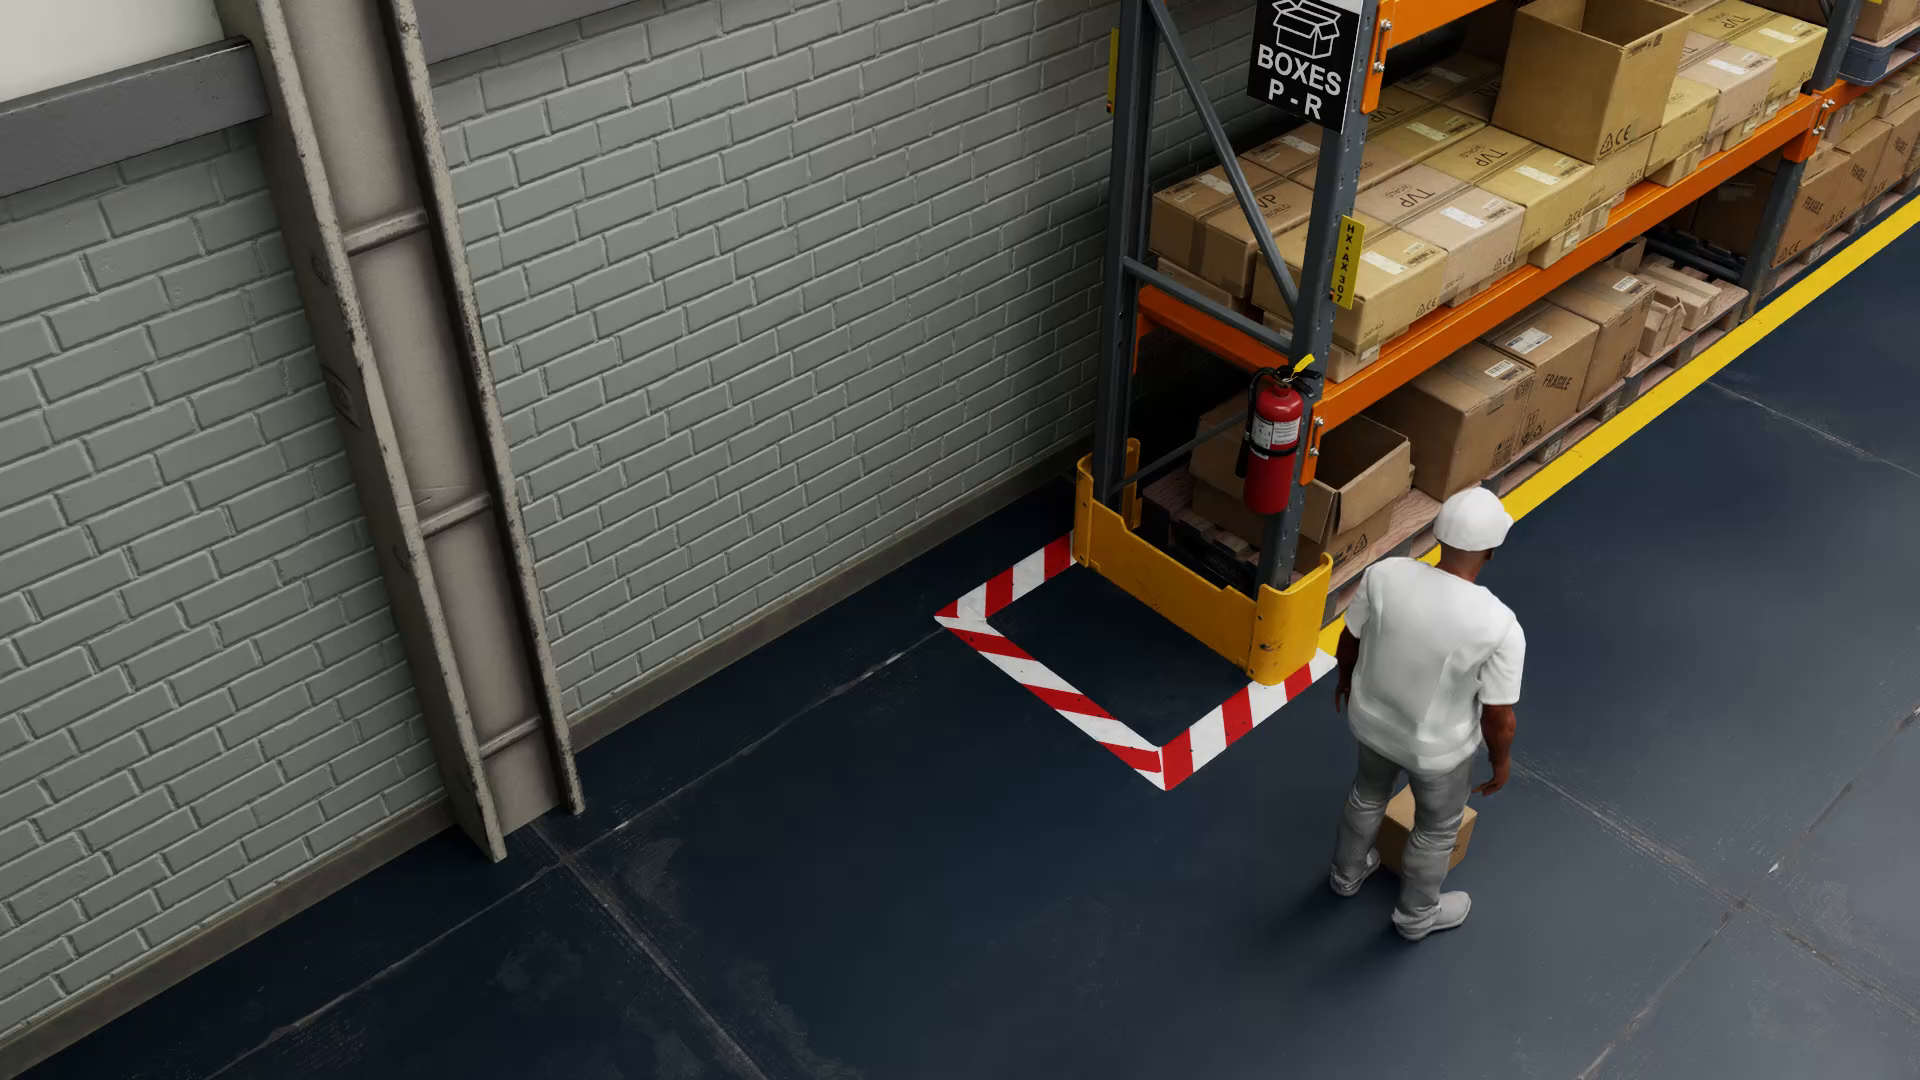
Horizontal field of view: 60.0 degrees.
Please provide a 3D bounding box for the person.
[{"bbox_3d":[1.509,0.584,5.439,0.634,1.755,0.461,32,49,33],"label":"person"}]
